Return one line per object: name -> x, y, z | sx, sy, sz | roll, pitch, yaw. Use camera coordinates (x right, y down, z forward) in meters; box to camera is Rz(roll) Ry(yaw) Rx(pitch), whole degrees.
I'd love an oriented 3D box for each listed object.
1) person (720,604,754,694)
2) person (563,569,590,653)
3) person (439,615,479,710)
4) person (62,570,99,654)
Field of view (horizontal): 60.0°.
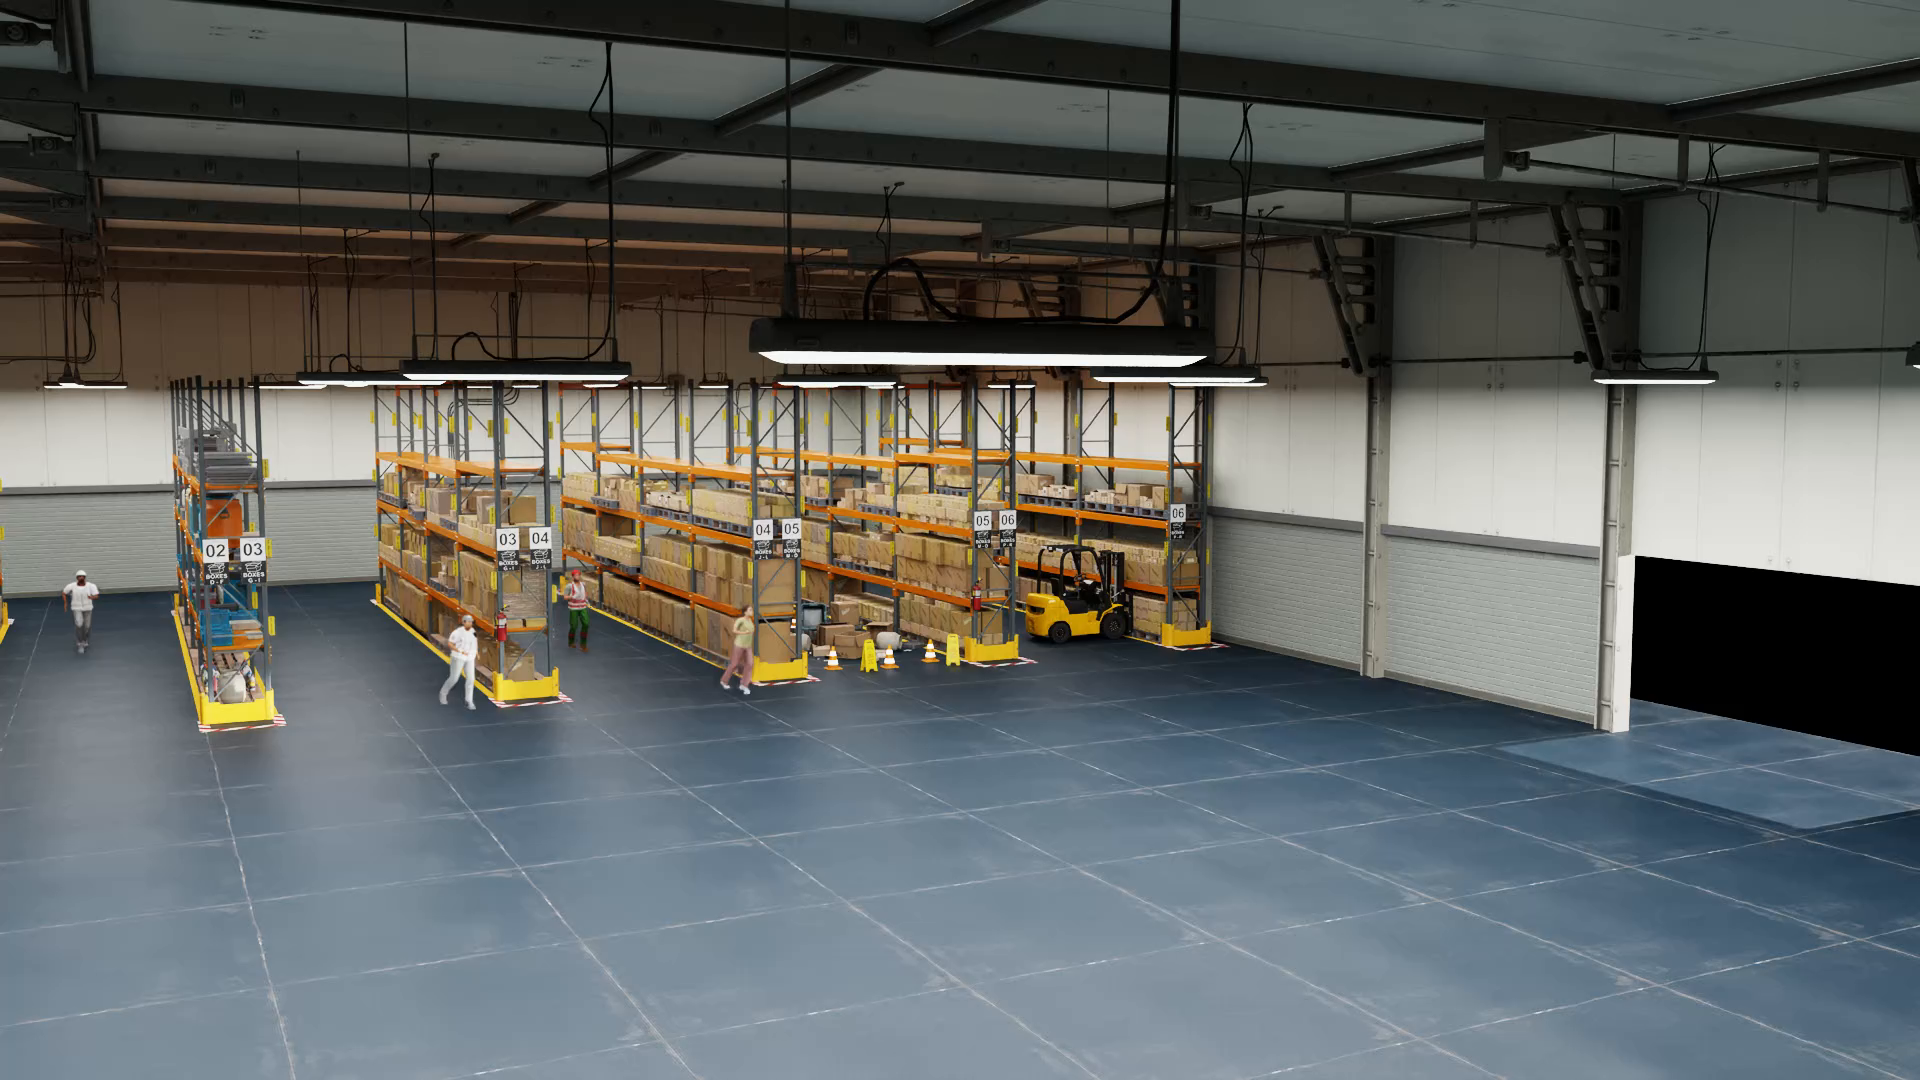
person -> -4.150, 2.066, 31.862 | 0.817, 1.674, 0.591 | 4, 7, 41
person -> -8.438, 1.563, 36.696 | 0.632, 1.836, 0.736 | -4, 6, -35
person -> -9.046, 2.205, 30.354 | 0.864, 1.670, 0.695 | 5, 7, 41
person -> -19.395, 1.576, 36.739 | 0.672, 1.831, 0.777 | -4, 7, -39
